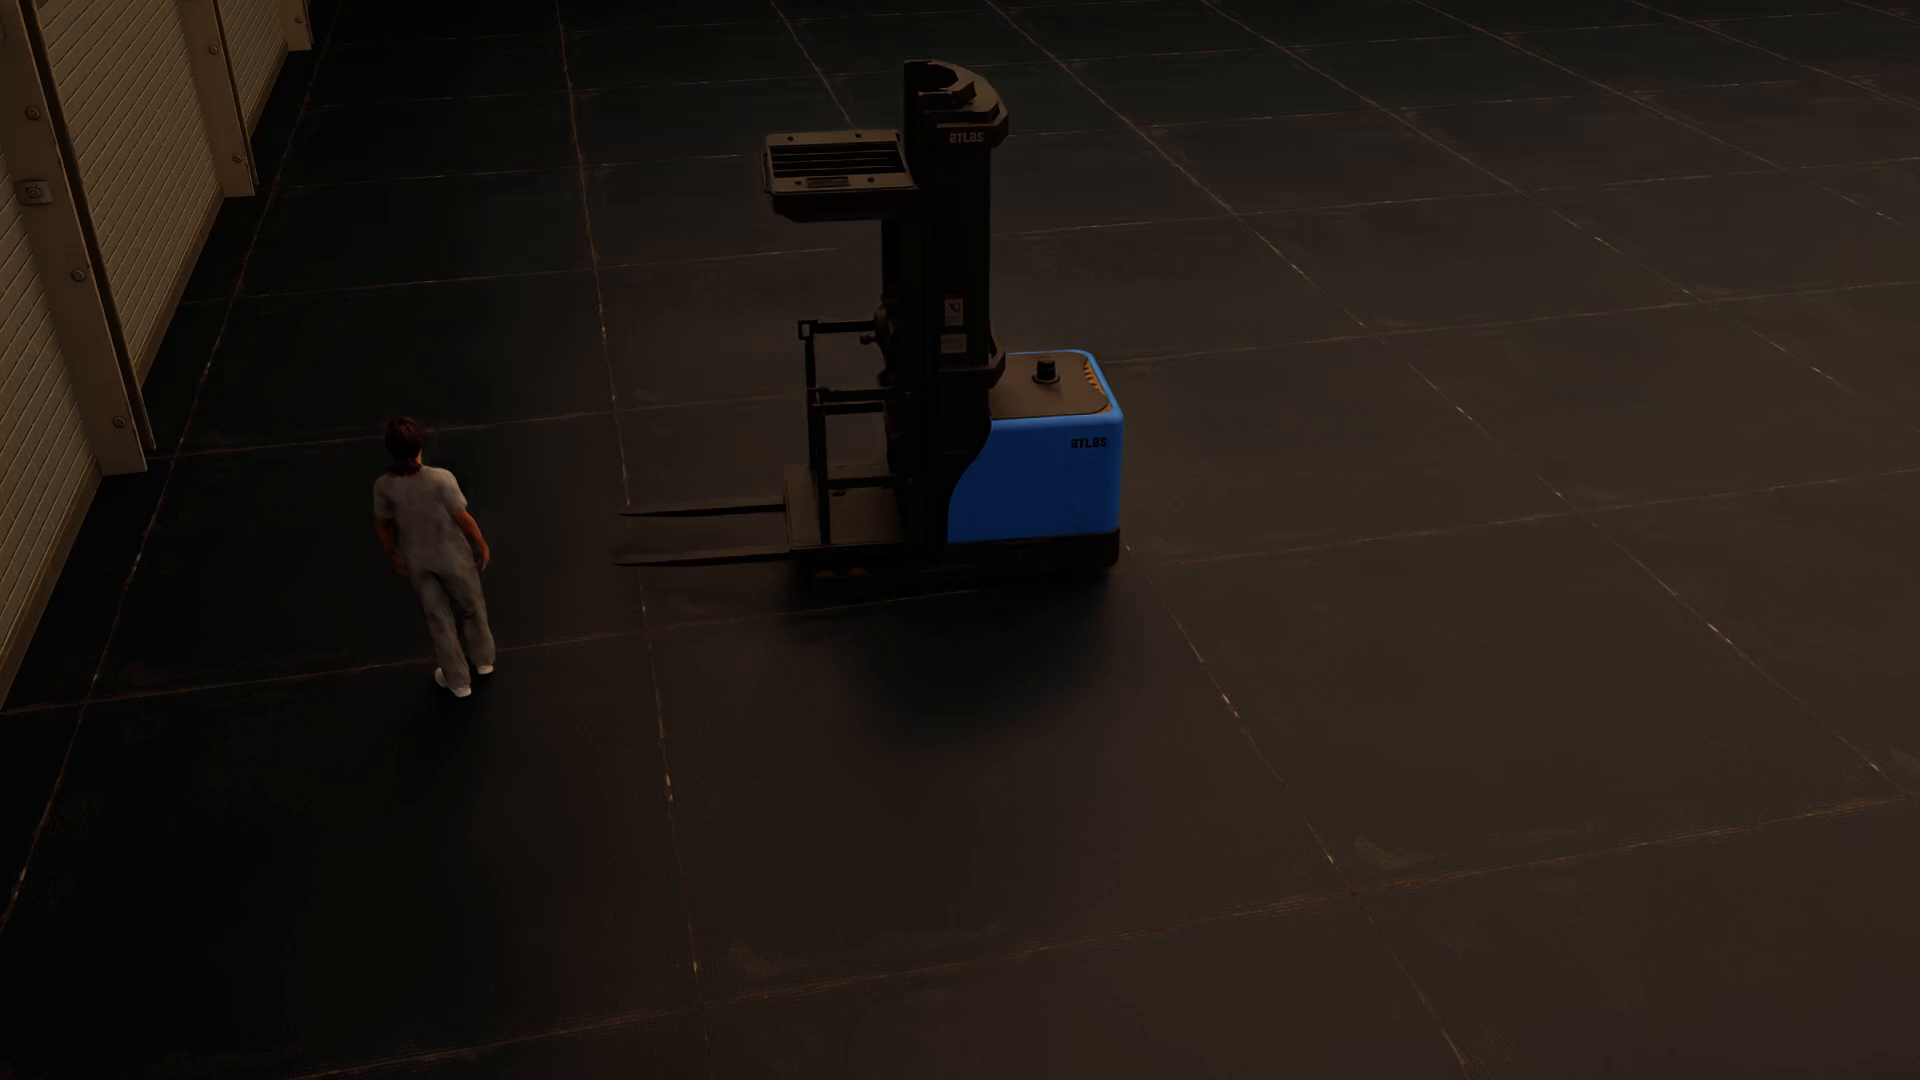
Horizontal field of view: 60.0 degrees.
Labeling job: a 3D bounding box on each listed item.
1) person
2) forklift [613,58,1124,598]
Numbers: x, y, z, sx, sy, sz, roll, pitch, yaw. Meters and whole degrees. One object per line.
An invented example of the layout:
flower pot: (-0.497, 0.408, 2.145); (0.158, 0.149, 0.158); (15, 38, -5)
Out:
person: (-2.724, 0.047, 8.736); (0.526, 1.675, 0.627); (0, 30, -1)
forklift: (-0.594, -1.204, 9.654); (3.031, 2.935, 1.130); (-4, 30, -7)
